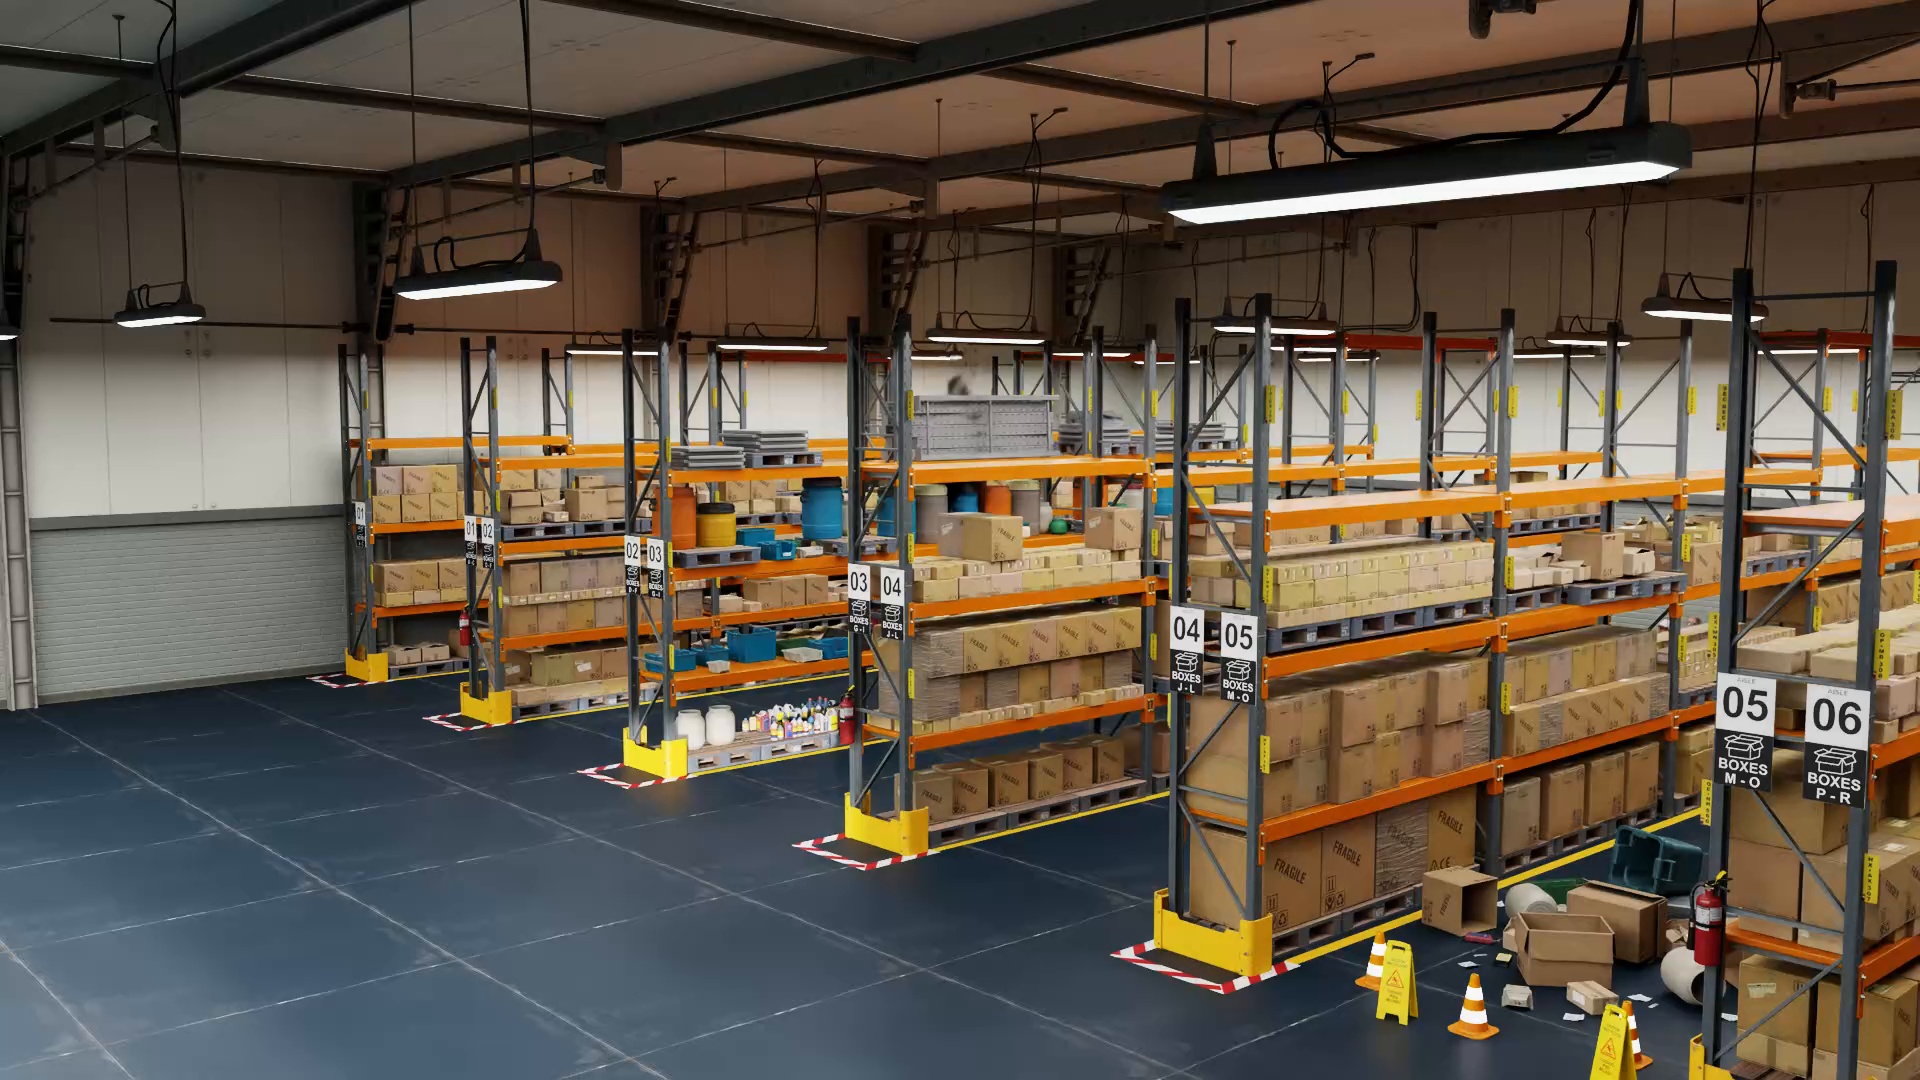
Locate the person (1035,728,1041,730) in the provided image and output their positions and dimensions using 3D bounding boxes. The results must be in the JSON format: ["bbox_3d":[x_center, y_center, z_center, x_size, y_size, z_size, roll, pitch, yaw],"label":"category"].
[{"bbox_3d":[1.385,1.820,24.199,0.543,1.650,0.750,4,6,38],"label":"person"}]

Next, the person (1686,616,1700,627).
[{"bbox_3d":[11.479,2.031,25.707,1.087,1.744,0.663,-3,6,-32],"label":"person"}]

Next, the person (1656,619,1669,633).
[{"bbox_3d":[10.459,2.081,24.729,0.728,1.824,0.646,-4,6,-37],"label":"person"}]
